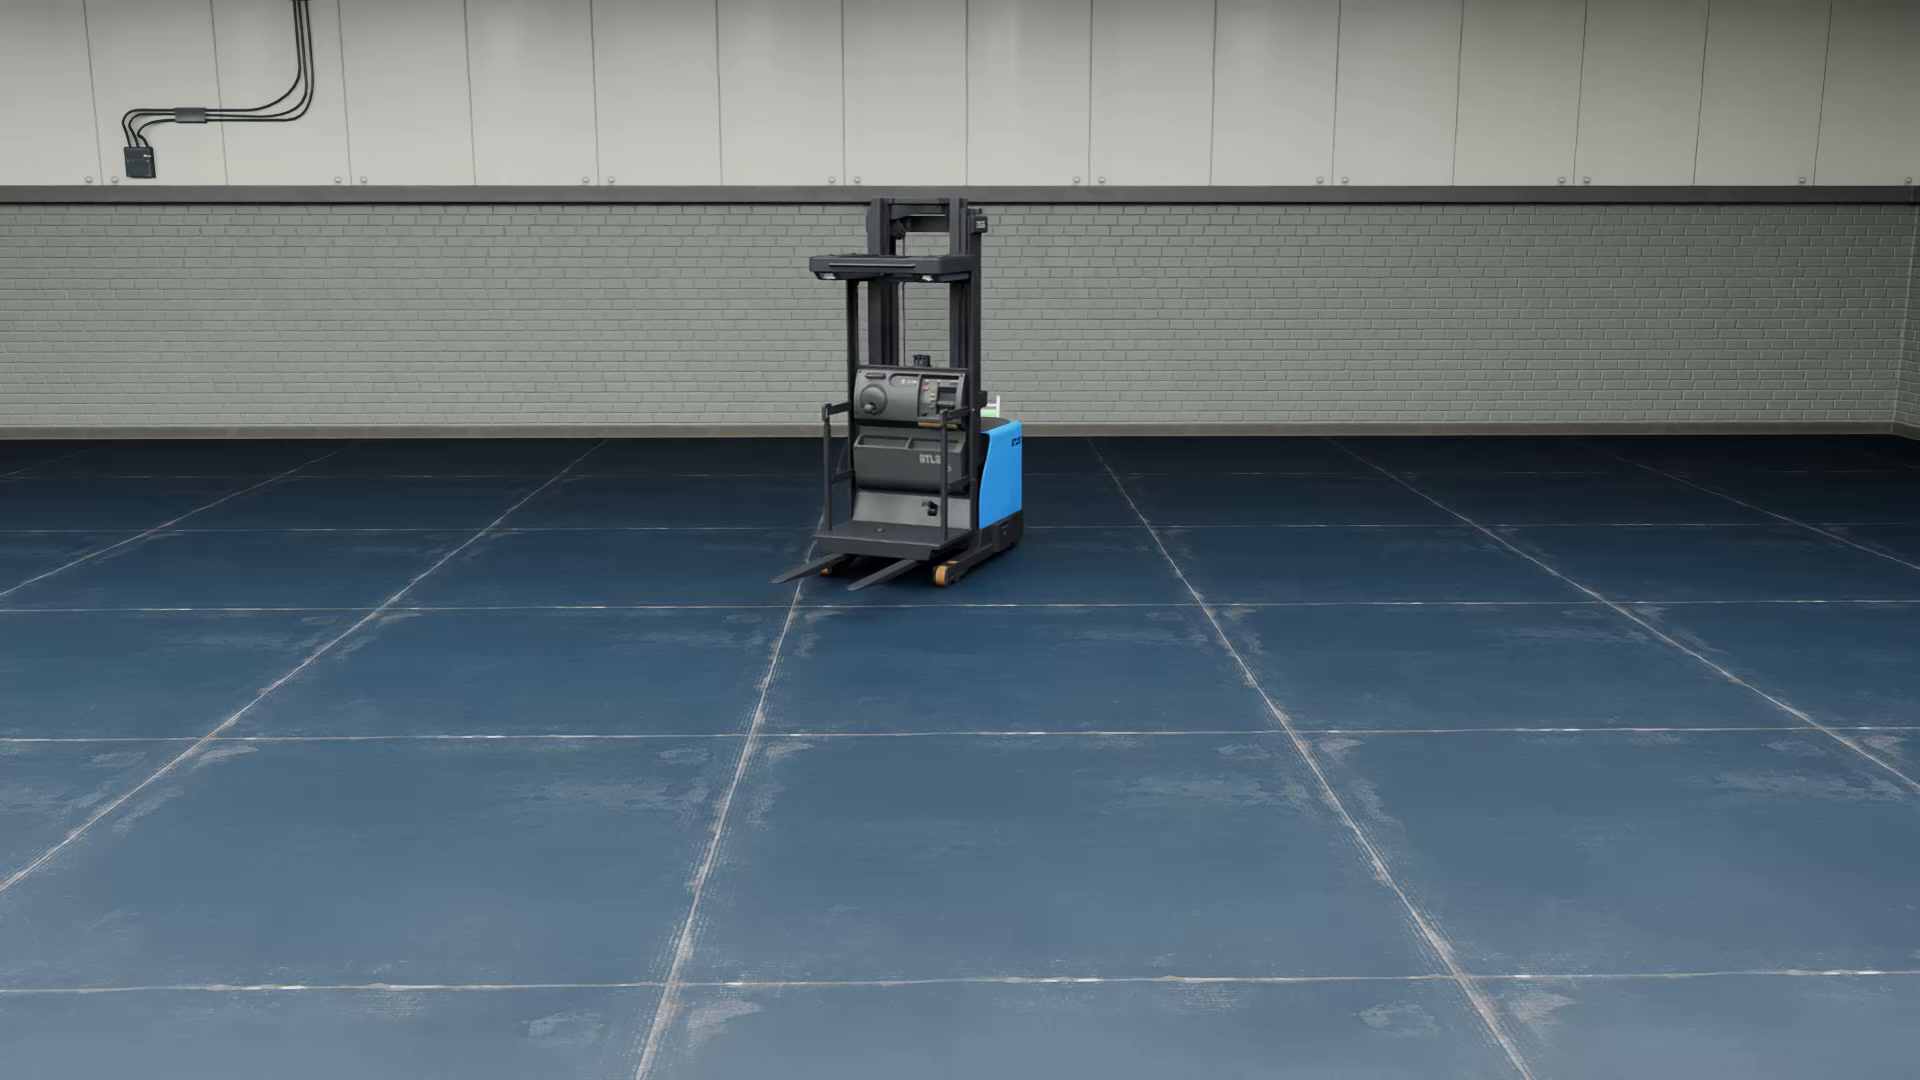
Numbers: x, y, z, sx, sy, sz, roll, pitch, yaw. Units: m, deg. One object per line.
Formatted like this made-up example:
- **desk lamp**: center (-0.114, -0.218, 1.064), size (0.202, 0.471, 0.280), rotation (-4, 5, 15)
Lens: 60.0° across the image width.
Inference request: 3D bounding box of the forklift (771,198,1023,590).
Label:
- **forklift**: center (-0.480, -1.172, 12.964), size (1.130, 2.935, 3.031), rotation (5, 12, 22)

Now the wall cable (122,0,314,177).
- **wall cable**: center (-8.908, -7.335, 19.527), size (2.305, 6.003, 0.169), rotation (0, 11, -1)

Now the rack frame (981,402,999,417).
- **rack frame**: center (0.217, -0.607, 14.532), size (0.240, 1.200, 0.015), rotation (0, 11, 2)

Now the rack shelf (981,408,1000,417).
- **rack shelf**: center (0.225, -1.063, 14.688), size (0.258, 0.148, 0.480), rotation (0, 11, 2)

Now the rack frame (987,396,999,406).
- **rack frame**: center (0.233, -0.704, 15.010), size (0.240, 1.200, 0.015), rotation (0, 11, 2)

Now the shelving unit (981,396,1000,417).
- **shelving unit**: center (0.225, -0.655, 14.771), size (0.258, 1.200, 0.503), rotation (0, 11, 2)
